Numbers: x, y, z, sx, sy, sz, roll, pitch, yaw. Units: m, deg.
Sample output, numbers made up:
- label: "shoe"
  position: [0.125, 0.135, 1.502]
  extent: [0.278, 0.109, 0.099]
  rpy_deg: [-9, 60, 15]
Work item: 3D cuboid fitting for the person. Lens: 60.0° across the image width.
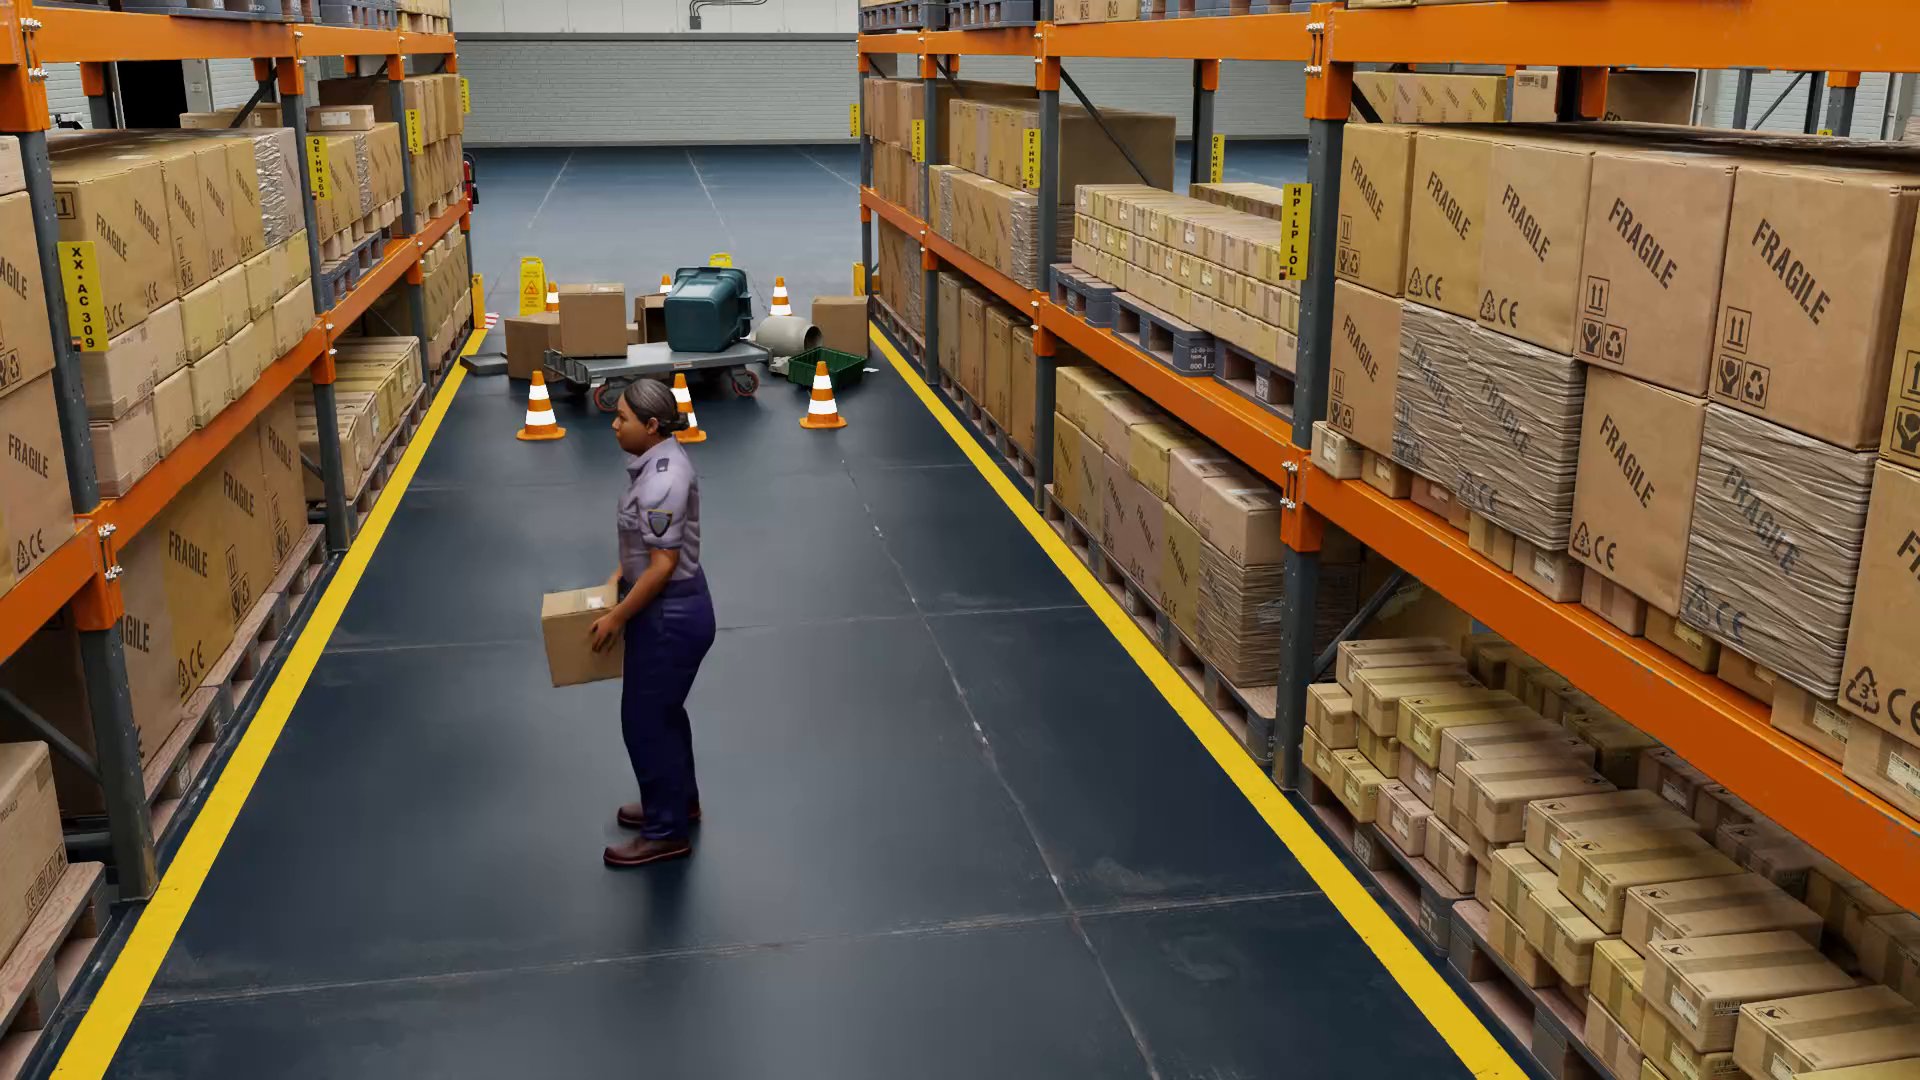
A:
- label: "person"
  position: [-1.046, 0.269, 5.635]
  extent: [0.423, 1.656, 0.506]
  rpy_deg: [-3, 17, -11]
